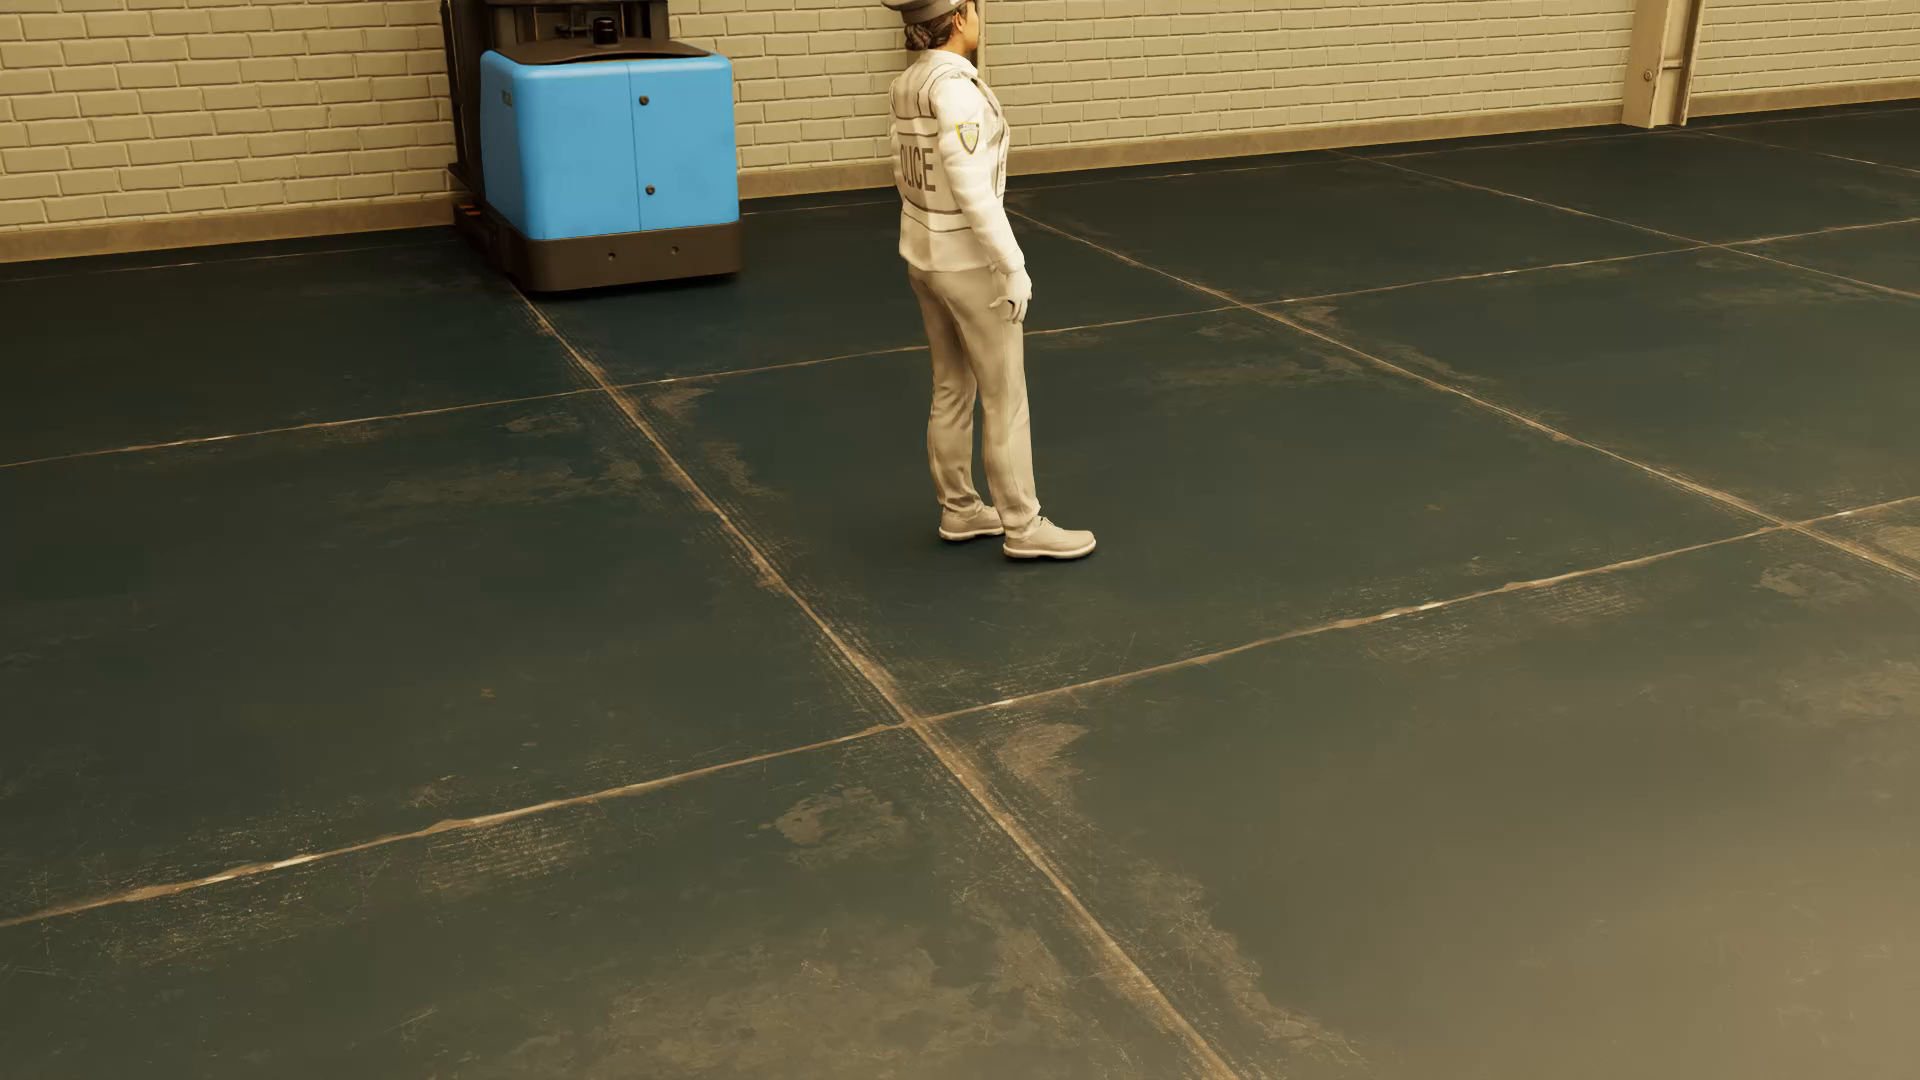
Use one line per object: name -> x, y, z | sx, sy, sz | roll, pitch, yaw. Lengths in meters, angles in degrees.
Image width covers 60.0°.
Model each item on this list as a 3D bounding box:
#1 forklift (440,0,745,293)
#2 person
forklift -> -2.137, -3.029, 8.577 | 1.130, 2.935, 3.031 | -10, 25, -23
person -> 0.065, -0.798, 4.800 | 0.531, 1.695, 0.588 | -10, 25, -23
